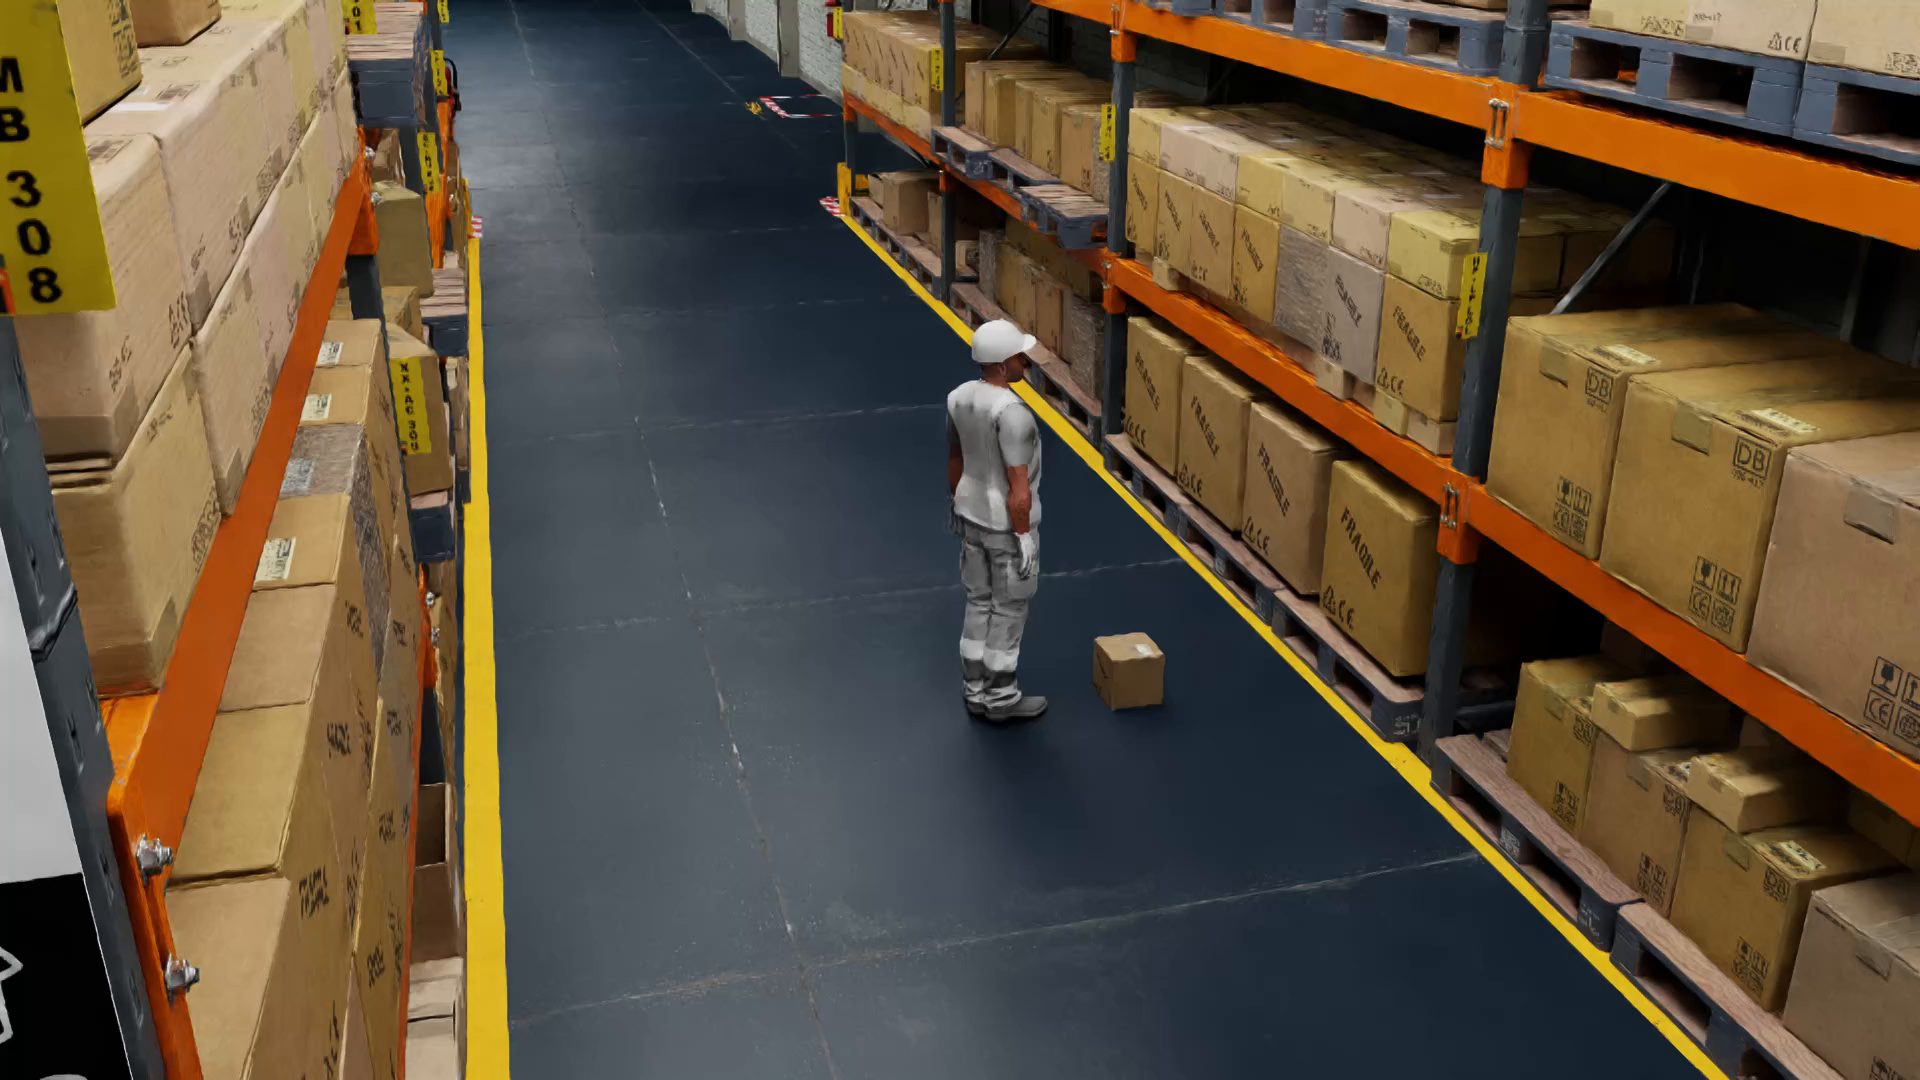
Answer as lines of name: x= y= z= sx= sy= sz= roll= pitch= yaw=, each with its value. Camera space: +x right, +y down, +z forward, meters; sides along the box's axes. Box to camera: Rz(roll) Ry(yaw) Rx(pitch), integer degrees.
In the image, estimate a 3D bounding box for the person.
person: x=0.153 y=-0.086 z=7.217 sx=0.335 sy=1.792 sz=0.655 roll=-18 pitch=29 yaw=-36
